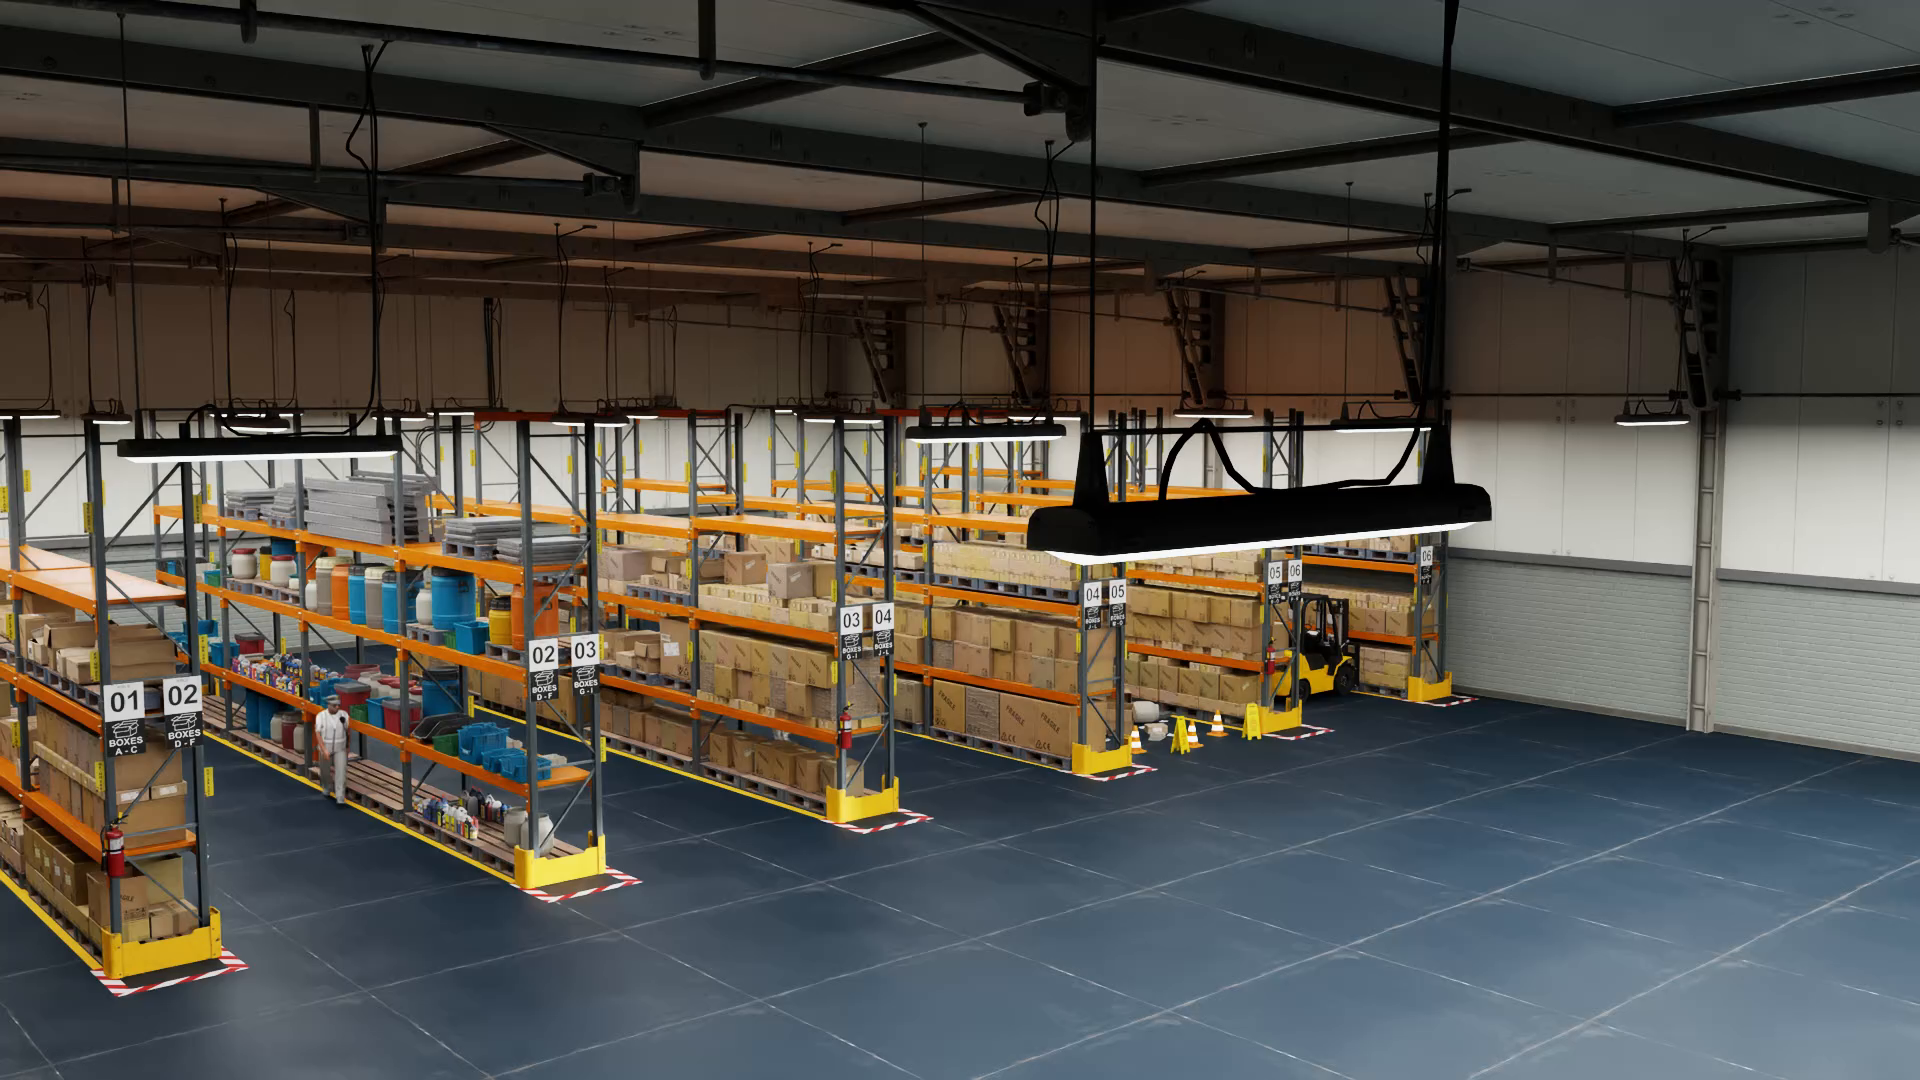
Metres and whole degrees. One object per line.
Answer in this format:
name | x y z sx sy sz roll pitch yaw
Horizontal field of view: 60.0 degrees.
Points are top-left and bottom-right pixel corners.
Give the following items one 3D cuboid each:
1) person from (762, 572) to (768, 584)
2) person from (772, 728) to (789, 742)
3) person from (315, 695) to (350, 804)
person | -5.280 1.466 45.902 0.504 1.639 0.478 4 6 39
person | -3.298 2.830 29.609 0.561 1.765 0.497 -2 6 -26
person | -9.699 3.226 25.753 0.527 1.665 1.146 -2 6 -25
